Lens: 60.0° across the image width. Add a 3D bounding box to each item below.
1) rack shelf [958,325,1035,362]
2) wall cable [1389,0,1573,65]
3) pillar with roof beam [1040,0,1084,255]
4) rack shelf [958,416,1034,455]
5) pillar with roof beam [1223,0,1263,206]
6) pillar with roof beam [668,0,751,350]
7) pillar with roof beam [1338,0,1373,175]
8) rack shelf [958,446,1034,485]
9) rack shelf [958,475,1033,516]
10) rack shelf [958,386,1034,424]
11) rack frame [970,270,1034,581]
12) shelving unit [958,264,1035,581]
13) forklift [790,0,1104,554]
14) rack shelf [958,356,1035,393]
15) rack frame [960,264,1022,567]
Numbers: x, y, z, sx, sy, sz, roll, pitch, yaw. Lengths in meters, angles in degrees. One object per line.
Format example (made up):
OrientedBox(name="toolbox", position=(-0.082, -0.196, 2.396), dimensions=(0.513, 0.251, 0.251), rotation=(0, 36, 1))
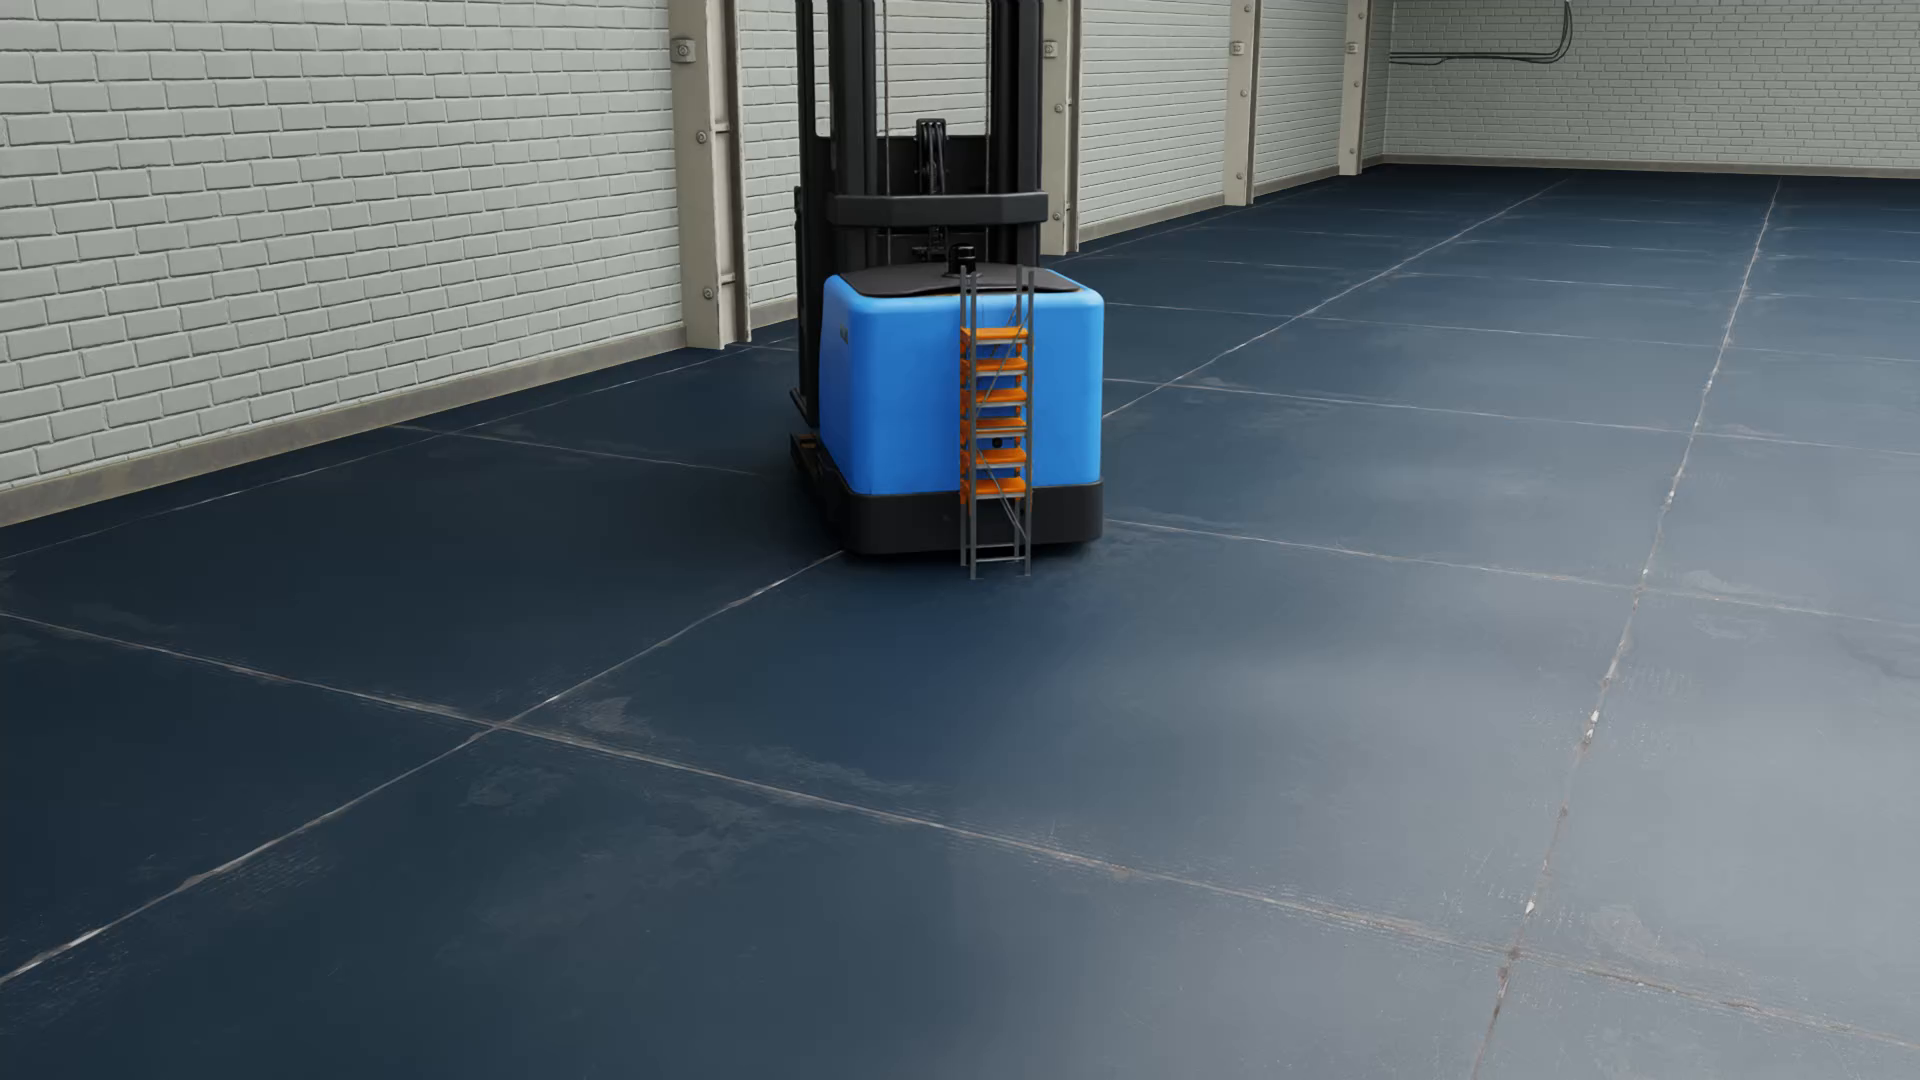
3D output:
OrientedBox(name="rack shelf", position=(0.139, -0.751, 6.336), dimensions=(0.258, 0.103, 0.180), rotation=(-3, 17, -12))
OrientedBox(name="wall cable", position=(8.844, -9.371, 28.222), dimensions=(3.097, 2.526, 0.112), rotation=(8, 18, 25))
OrientedBox(name="pillar with roof beam", position=(4.833, -6.673, 13.685), dimensions=(9.100, 9.000, 0.400), rotation=(8, 18, 25))
OrientedBox(name="rack shelf", position=(0.139, -0.406, 6.439), dimensions=(0.258, 0.103, 0.180), rotation=(-3, 17, -12))
OrientedBox(name="pillar with roof beam", position=(7.515, -8.201, 18.830), dimensions=(9.100, 9.000, 0.400), rotation=(8, 18, 25))
OrientedBox(name="pillar with roof beam", position=(2.152, -5.144, 8.539), dimensions=(9.100, 9.000, 0.400), rotation=(8, 18, 25))
OrientedBox(name="pillar with roof beam", position=(10.196, -9.729, 23.976), dimensions=(9.100, 9.000, 0.400), rotation=(8, 18, 25))
OrientedBox(name="rack shelf", position=(0.139, -0.291, 6.473), dimensions=(0.258, 0.103, 0.180), rotation=(-3, 17, -12))
OrientedBox(name="rack shelf", position=(0.139, -0.175, 6.507), dimensions=(0.258, 0.103, 0.180), rotation=(-3, 17, -12))
OrientedBox(name="rack shelf", position=(0.139, -0.521, 6.404), dimensions=(0.258, 0.103, 0.180), rotation=(-3, 17, -12))
OrientedBox(name="rack frame", position=(0.158, -0.423, 6.340), dimensions=(0.240, 1.200, 0.006), rotation=(-3, 17, -12))
OrientedBox(name="shelving unit", position=(0.139, -0.448, 6.426), dimensions=(0.258, 1.200, 0.189), rotation=(-3, 17, -12))
OrientedBox(name="forklift", position=(-0.225, -1.725, 7.686), dimensions=(1.130, 2.935, 3.031), rotation=(-3, 17, -12))
OrientedBox(name="rack shelf", position=(0.139, -0.636, 6.370), dimensions=(0.258, 0.103, 0.180), rotation=(-3, 17, -12))
OrientedBox(name="rack frame", position=(0.120, -0.474, 6.512), dimensions=(0.240, 1.200, 0.006), rotation=(-3, 17, -12))
